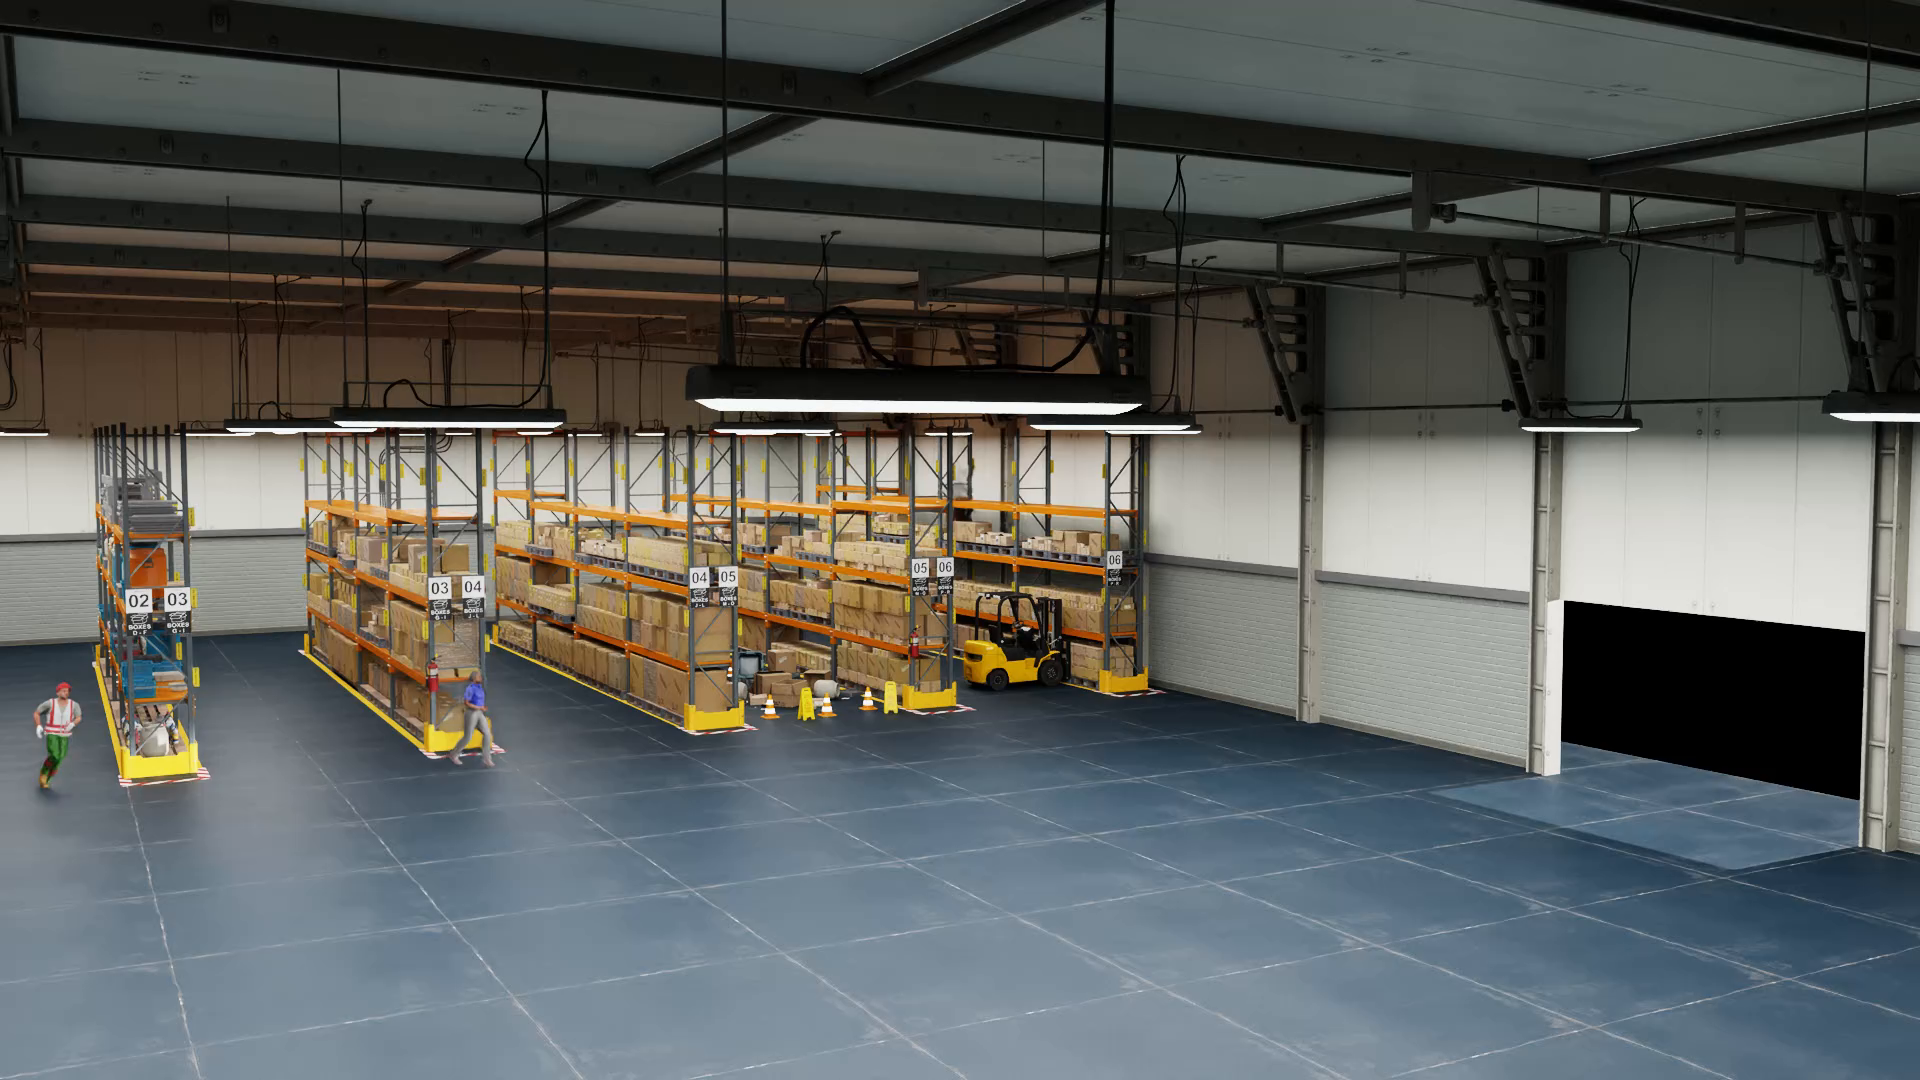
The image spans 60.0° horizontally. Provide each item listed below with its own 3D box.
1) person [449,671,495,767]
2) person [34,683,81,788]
[{"bbox_3d":[-8.518,3.132,29.180,0.851,1.681,0.618,1,4,14],"label":"person"},{"bbox_3d":[-14.784,3.207,27.332,0.596,1.708,0.688,3,5,43],"label":"person"}]
